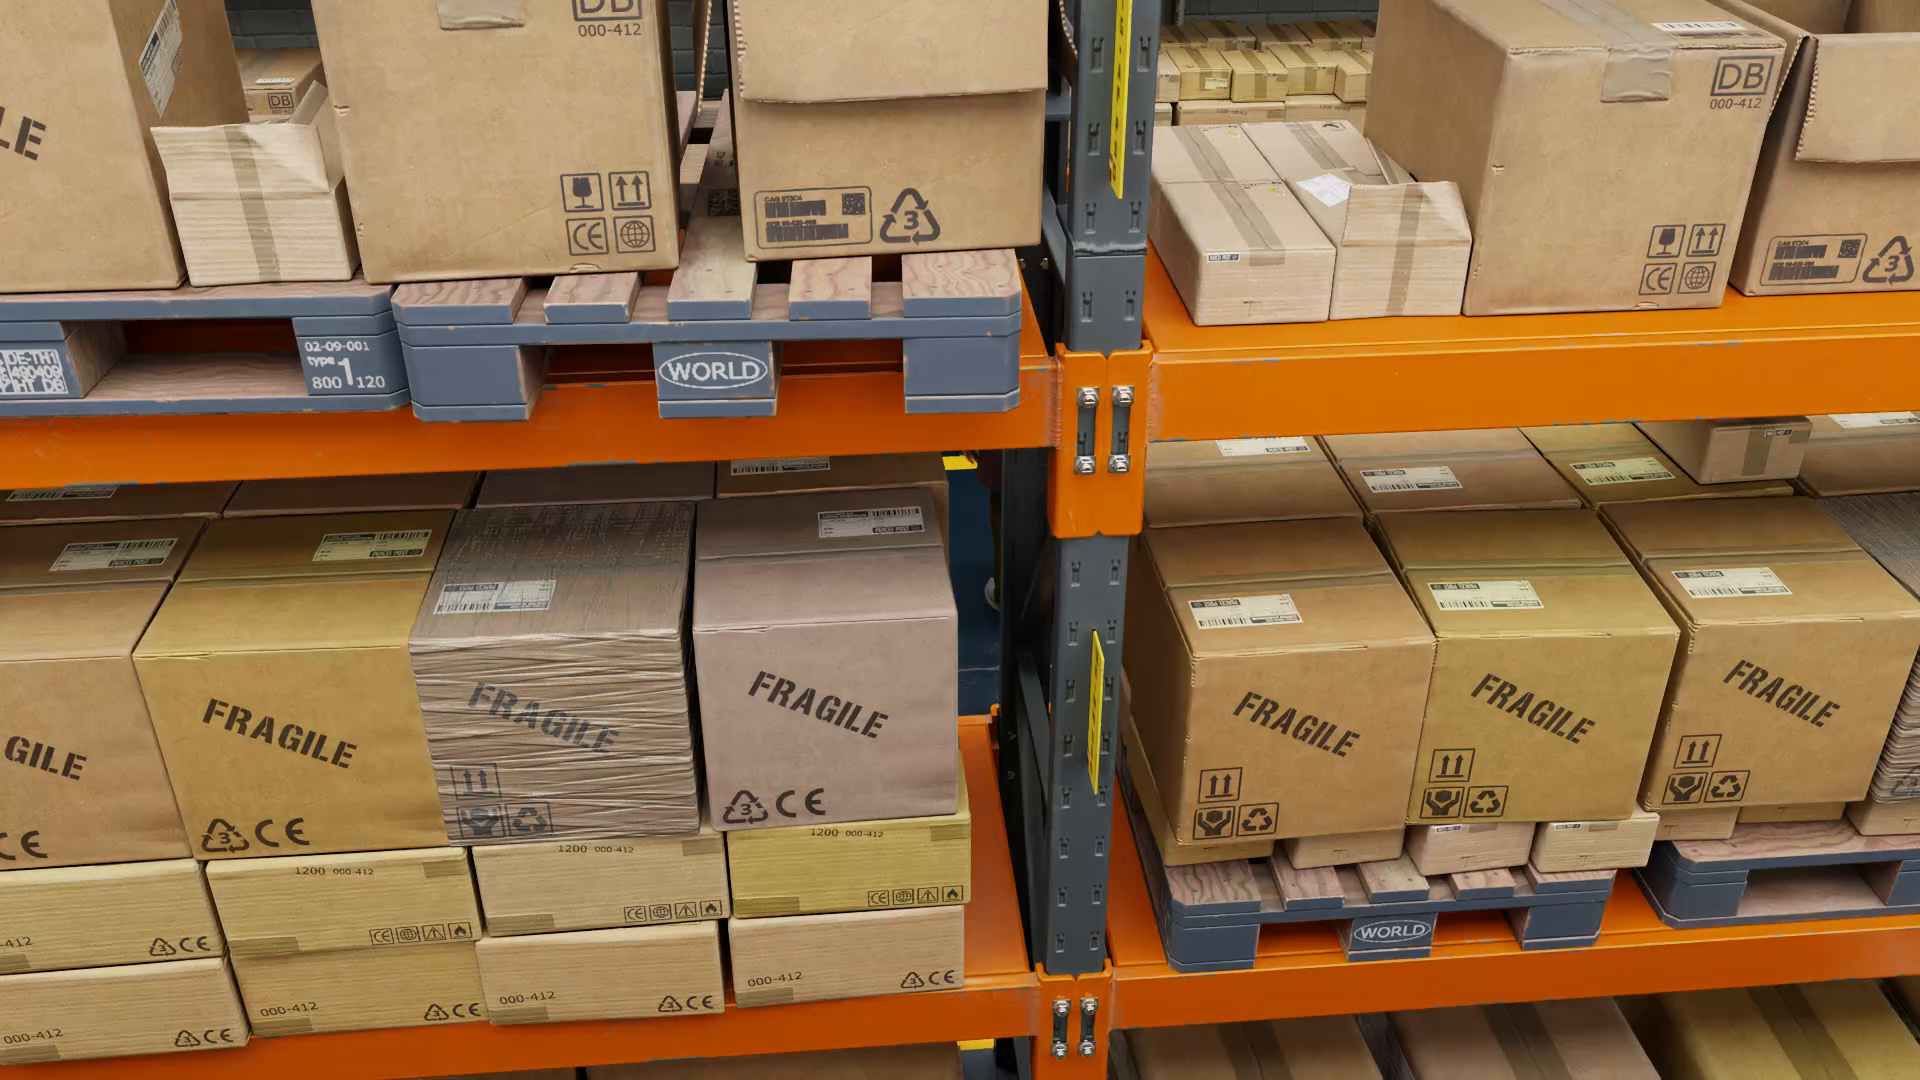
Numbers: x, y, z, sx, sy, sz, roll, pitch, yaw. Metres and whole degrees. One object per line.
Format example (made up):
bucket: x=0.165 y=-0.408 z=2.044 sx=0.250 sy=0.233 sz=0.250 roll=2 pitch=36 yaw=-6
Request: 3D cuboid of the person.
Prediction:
person: x=0.316 y=-0.451 z=6.907 sx=0.654 sy=1.774 sz=0.416 roll=-3 pitch=31 yaw=-6
